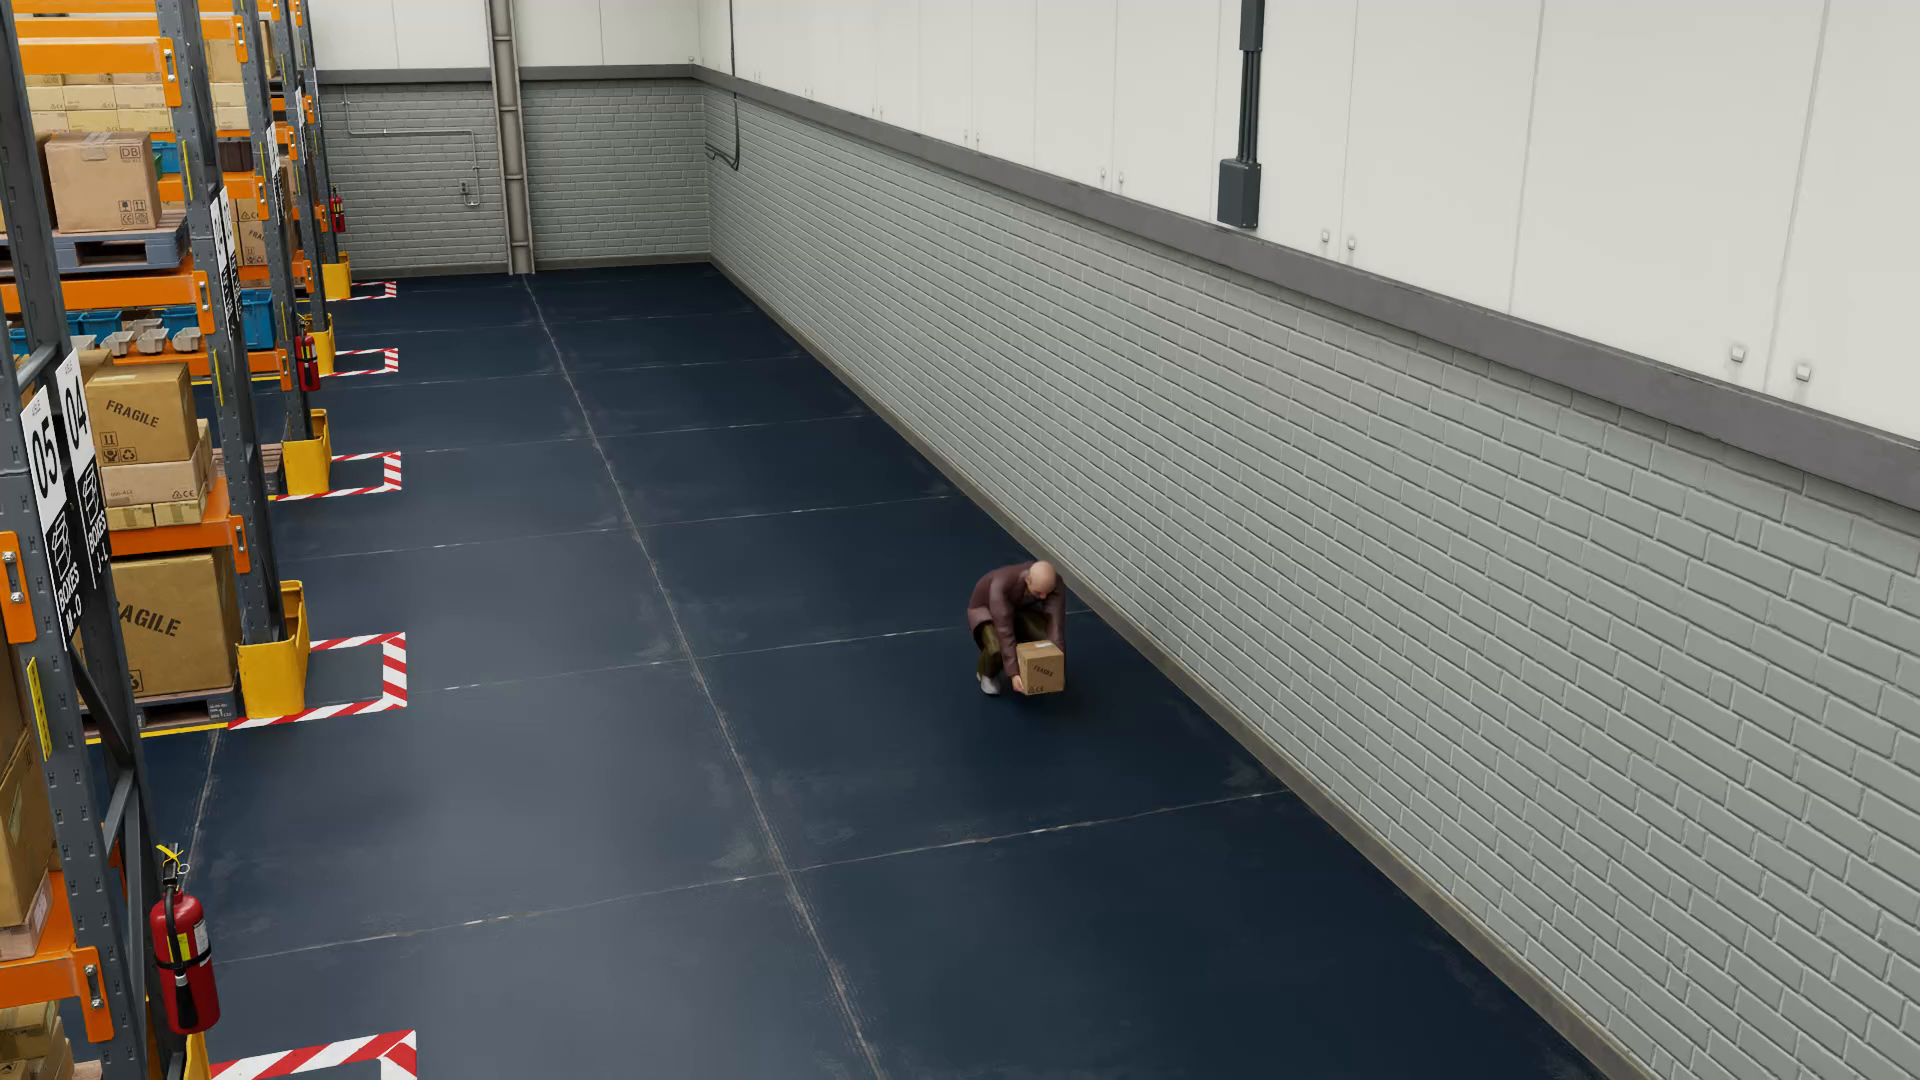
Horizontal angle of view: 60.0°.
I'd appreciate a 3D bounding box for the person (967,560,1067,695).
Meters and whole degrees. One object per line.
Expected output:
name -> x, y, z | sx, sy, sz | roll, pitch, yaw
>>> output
person -> 0.372, 0.537, 10.744 | 0.578, 0.991, 0.924 | -7, 20, -19
